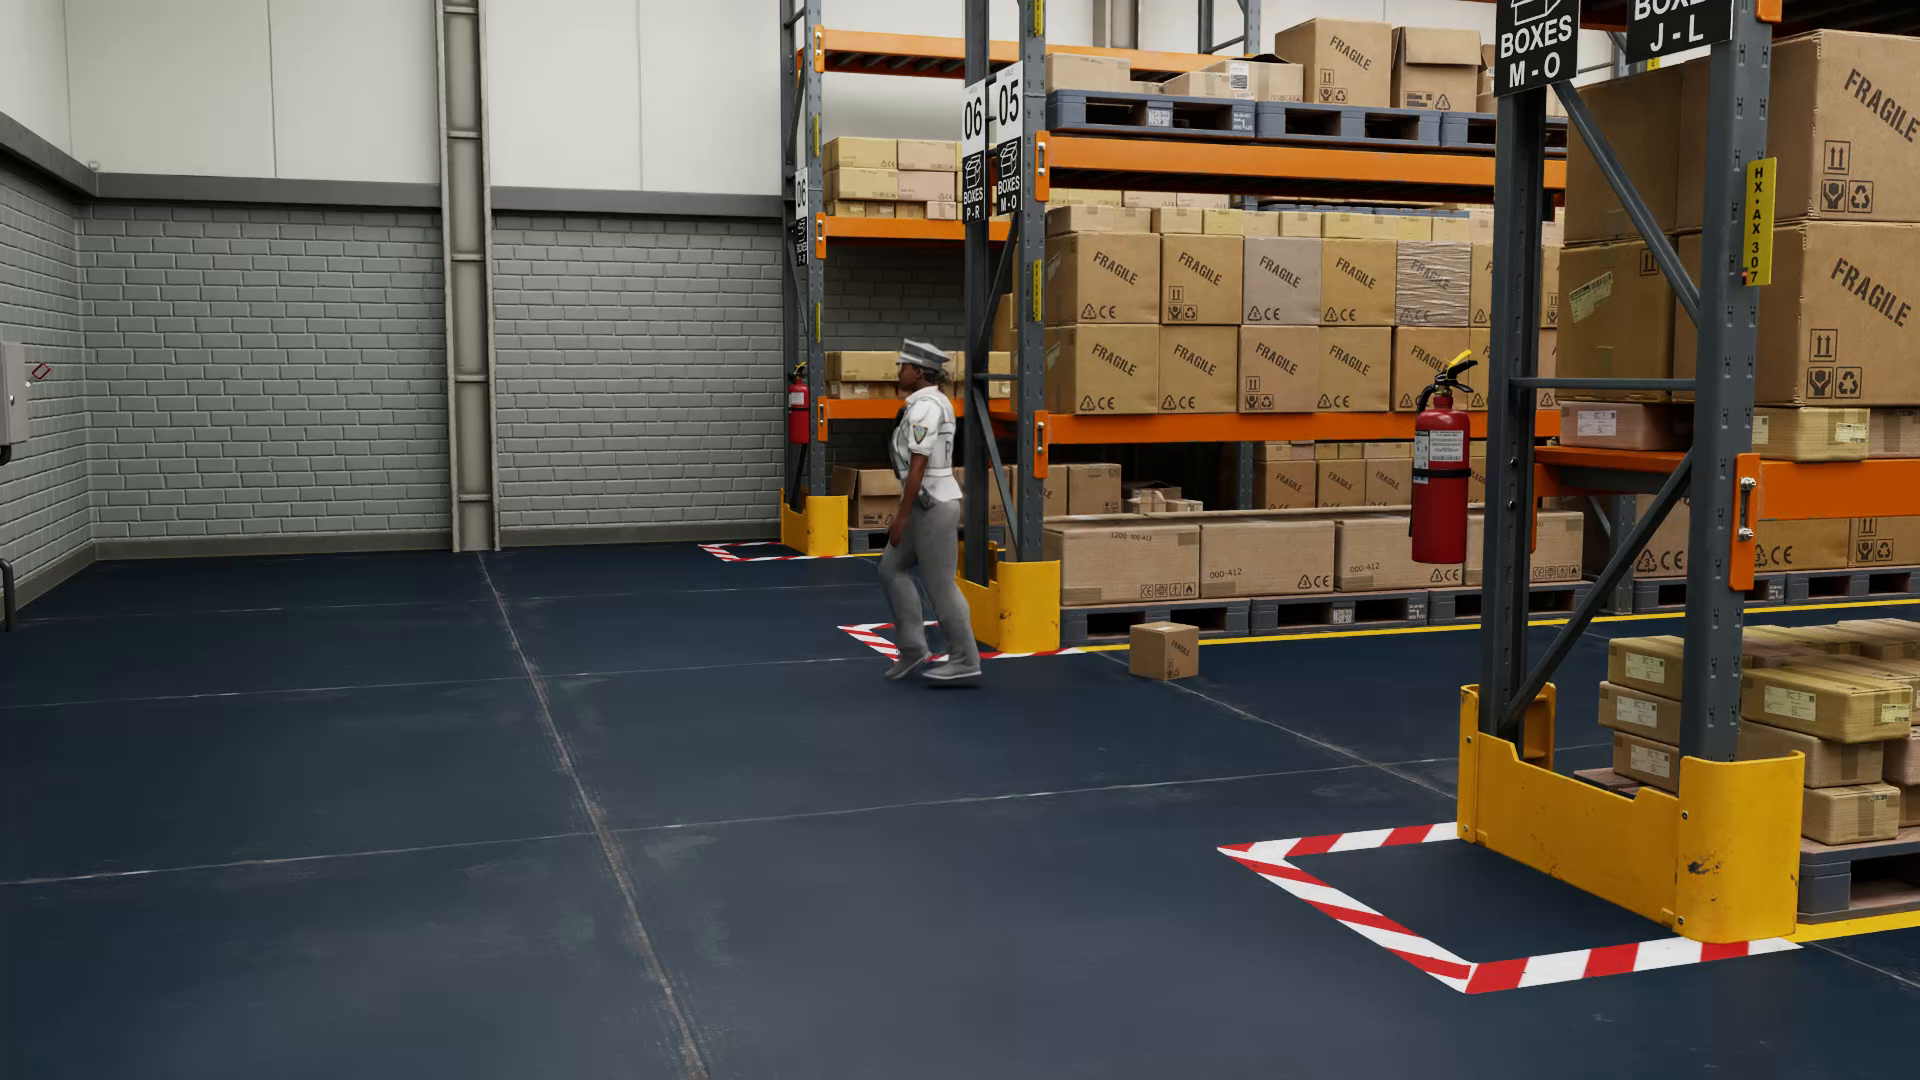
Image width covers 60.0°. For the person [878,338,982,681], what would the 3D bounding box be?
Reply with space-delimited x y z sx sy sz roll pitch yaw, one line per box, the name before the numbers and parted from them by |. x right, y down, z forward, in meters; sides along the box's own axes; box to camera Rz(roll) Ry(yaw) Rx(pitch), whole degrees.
person | -0.156 -0.121 8.140 0.522 1.727 0.476 0 6 1
